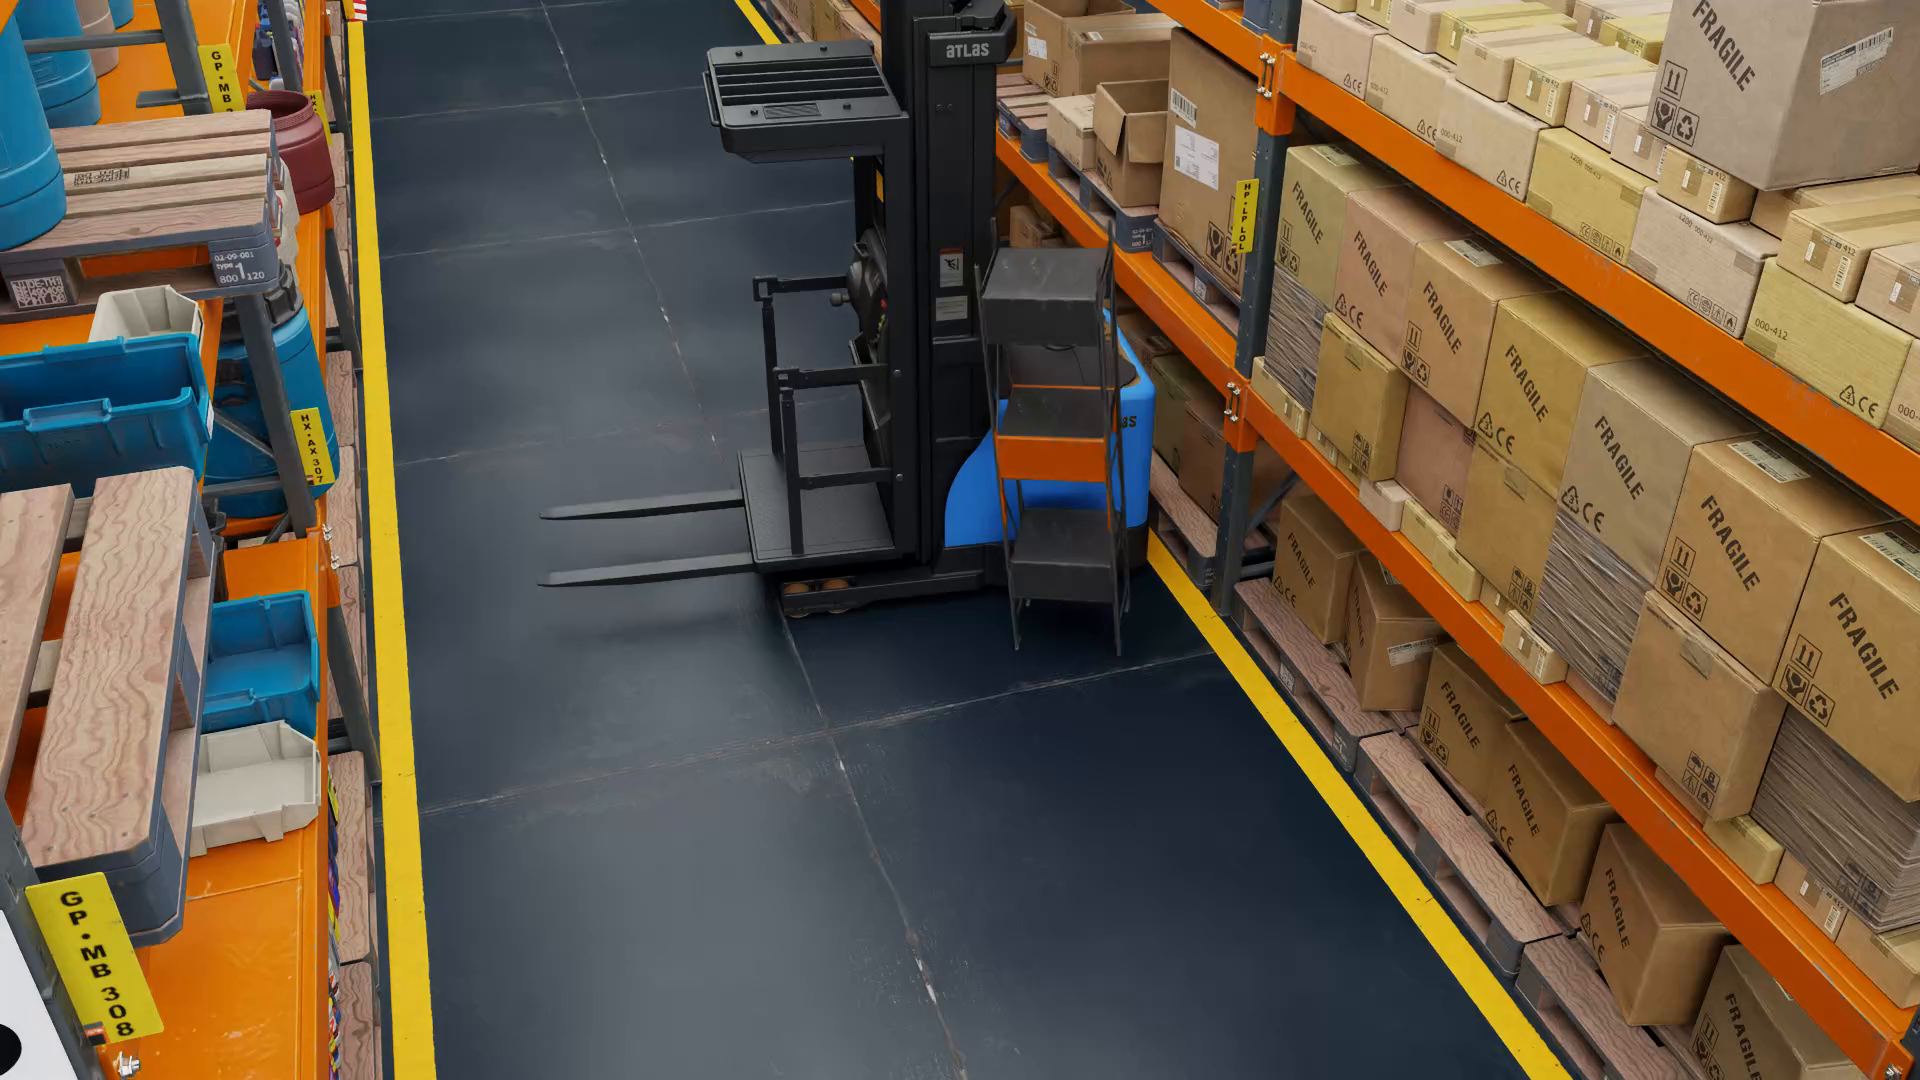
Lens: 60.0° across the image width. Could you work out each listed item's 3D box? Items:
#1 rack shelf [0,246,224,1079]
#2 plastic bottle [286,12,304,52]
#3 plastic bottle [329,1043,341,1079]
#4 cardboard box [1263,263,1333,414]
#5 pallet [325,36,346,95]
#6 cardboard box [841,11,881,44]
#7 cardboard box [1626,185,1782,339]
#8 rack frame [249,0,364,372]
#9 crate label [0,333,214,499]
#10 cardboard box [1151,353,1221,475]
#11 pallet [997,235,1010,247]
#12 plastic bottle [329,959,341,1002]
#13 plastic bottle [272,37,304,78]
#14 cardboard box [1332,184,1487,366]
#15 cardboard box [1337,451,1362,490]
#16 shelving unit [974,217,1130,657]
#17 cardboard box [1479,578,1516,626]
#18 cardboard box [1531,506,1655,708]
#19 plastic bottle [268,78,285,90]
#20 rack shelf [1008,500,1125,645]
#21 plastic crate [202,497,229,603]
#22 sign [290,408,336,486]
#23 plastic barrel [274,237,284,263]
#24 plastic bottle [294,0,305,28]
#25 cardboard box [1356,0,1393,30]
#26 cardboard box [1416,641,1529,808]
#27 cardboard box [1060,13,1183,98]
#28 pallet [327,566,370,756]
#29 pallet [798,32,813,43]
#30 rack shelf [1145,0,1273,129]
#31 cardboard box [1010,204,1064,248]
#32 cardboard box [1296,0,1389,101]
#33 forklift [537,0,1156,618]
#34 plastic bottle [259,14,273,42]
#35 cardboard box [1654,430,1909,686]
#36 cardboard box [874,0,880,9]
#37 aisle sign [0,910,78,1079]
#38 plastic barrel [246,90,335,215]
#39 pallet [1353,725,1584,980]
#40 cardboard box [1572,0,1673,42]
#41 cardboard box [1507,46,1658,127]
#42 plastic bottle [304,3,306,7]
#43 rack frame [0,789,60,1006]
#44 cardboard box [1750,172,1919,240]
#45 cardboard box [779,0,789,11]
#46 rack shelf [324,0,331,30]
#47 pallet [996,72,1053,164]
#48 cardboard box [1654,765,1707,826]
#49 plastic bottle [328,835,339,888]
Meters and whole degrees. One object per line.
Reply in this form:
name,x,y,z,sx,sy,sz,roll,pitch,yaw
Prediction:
rack shelf,-2.372,-0.050,4.037,1.077,0.370,4.000,-10,35,-15
plastic bottle,-4.617,-3.496,11.432,0.152,0.276,0.135,-10,35,-15
plastic bottle,-2.123,1.721,5.500,0.097,0.271,0.097,0,33,0
cardboard box,1.813,-0.901,7.033,0.875,0.500,0.500,-10,35,-15
pallet,-6.060,-4.207,14.925,1.003,0.211,1.213,-10,35,-15
cardboard box,-0.218,-3.669,13.129,1.225,0.875,0.875,-11,35,-16
cardboard box,2.262,-0.813,4.675,0.500,0.250,0.500,-9,35,-14
rack frame,-4.202,-2.249,9.433,1.000,3.000,0.127,-10,35,-15
crate label,-2.018,-0.277,3.862,0.502,0.251,0.408,-10,35,-15
cardboard box,1.440,-0.702,8.960,0.700,0.500,0.500,-10,35,-15
pallet,0.346,-2.345,12.108,1.003,0.211,1.213,-10,35,-15
plastic bottle,-2.246,1.538,5.841,0.097,0.201,0.097,0,33,0
plastic bottle,-4.450,-3.207,10.995,0.152,0.276,0.135,-10,35,-15
cardboard box,1.784,-1.024,6.311,0.500,0.500,0.500,-10,35,-15
cardboard box,1.766,-0.324,6.747,0.380,0.149,0.250,-10,35,-15
shelving unit,0.444,-0.395,7.376,0.503,2.100,0.431,3,40,12
cardboard box,2.104,0.195,5.962,0.380,0.149,0.250,-10,35,-15
cardboard box,2.435,0.147,5.447,0.875,0.500,0.500,-10,35,-15
plastic bottle,-4.168,-2.722,10.261,0.152,0.276,0.135,-10,35,-15
rack shelf,0.516,0.152,7.828,0.480,0.518,0.431,3,40,12
plastic crate,-2.944,0.173,5.824,0.767,0.338,0.504,-10,35,-15
sign,-2.455,-0.351,6.310,0.100,0.325,0.005,-10,35,-15
plastic barrel,-3.289,-1.130,7.616,0.433,0.535,0.433,0,33,0
plastic bottle,-4.774,-3.804,11.831,0.144,0.351,0.185,-10,35,-15
cardboard box,1.686,-1.986,6.089,0.380,0.149,0.250,-12,35,-17
cardboard box,2.265,0.715,6.834,0.500,0.500,0.500,-13,36,-19
cardboard box,0.983,-2.746,9.713,0.700,0.500,0.500,-5,34,-8
pallet,-3.259,0.608,7.638,1.003,0.211,1.213,-10,35,-15
pallet,-0.863,-4.431,15.265,1.003,0.211,1.213,-10,35,-15
rack shelf,1.125,-2.983,8.476,1.077,0.370,4.000,-10,35,-15
cardboard box,0.738,-1.874,10.734,0.700,0.500,0.500,-12,35,-17
cardboard box,1.628,-1.892,6.307,0.500,0.250,0.500,-11,35,-17
forklift,-0.615,-1.158,7.844,3.031,2.935,1.130,-6,34,-9
plastic bottle,-4.731,-3.463,11.387,0.097,0.271,0.097,0,33,0
cardboard box,2.394,0.026,4.722,0.500,0.500,0.500,-10,35,-15
cardboard box,-0.334,-4.143,12.209,0.500,0.500,0.500,-9,35,-14
aisle sign,-1.461,0.855,2.377,0.394,0.787,0.004,-10,35,-15
plastic barrel,-3.772,-2.113,9.104,0.600,0.536,0.708,-10,35,-15
pallet,2.349,1.170,6.788,1.003,0.211,1.213,-10,35,-15
cardboard box,2.371,-1.802,5.809,0.380,0.149,0.250,-11,35,-16
cardboard box,1.974,-1.436,5.257,0.380,0.149,0.250,-11,35,-16
plastic bottle,-4.933,-4.058,12.350,0.097,0.201,0.097,0,33,0
rack frame,-1.762,-0.552,1.423,1.000,3.000,0.127,-10,35,-15
cardboard box,2.361,-0.891,4.431,0.380,0.149,0.250,-10,35,-14
cardboard box,-1.377,-5.771,16.309,0.875,0.875,0.875,-10,35,-15
rack shelf,-6.033,-5.099,14.399,1.077,0.370,4.000,-10,35,-15
pallet,0.833,-2.646,10.207,1.213,0.211,1.003,-10,35,-15
cardboard box,2.409,0.720,5.167,0.380,0.149,0.250,-10,35,-15
plastic bottle,-2.453,1.163,6.273,0.144,0.351,0.185,-12,35,-17
